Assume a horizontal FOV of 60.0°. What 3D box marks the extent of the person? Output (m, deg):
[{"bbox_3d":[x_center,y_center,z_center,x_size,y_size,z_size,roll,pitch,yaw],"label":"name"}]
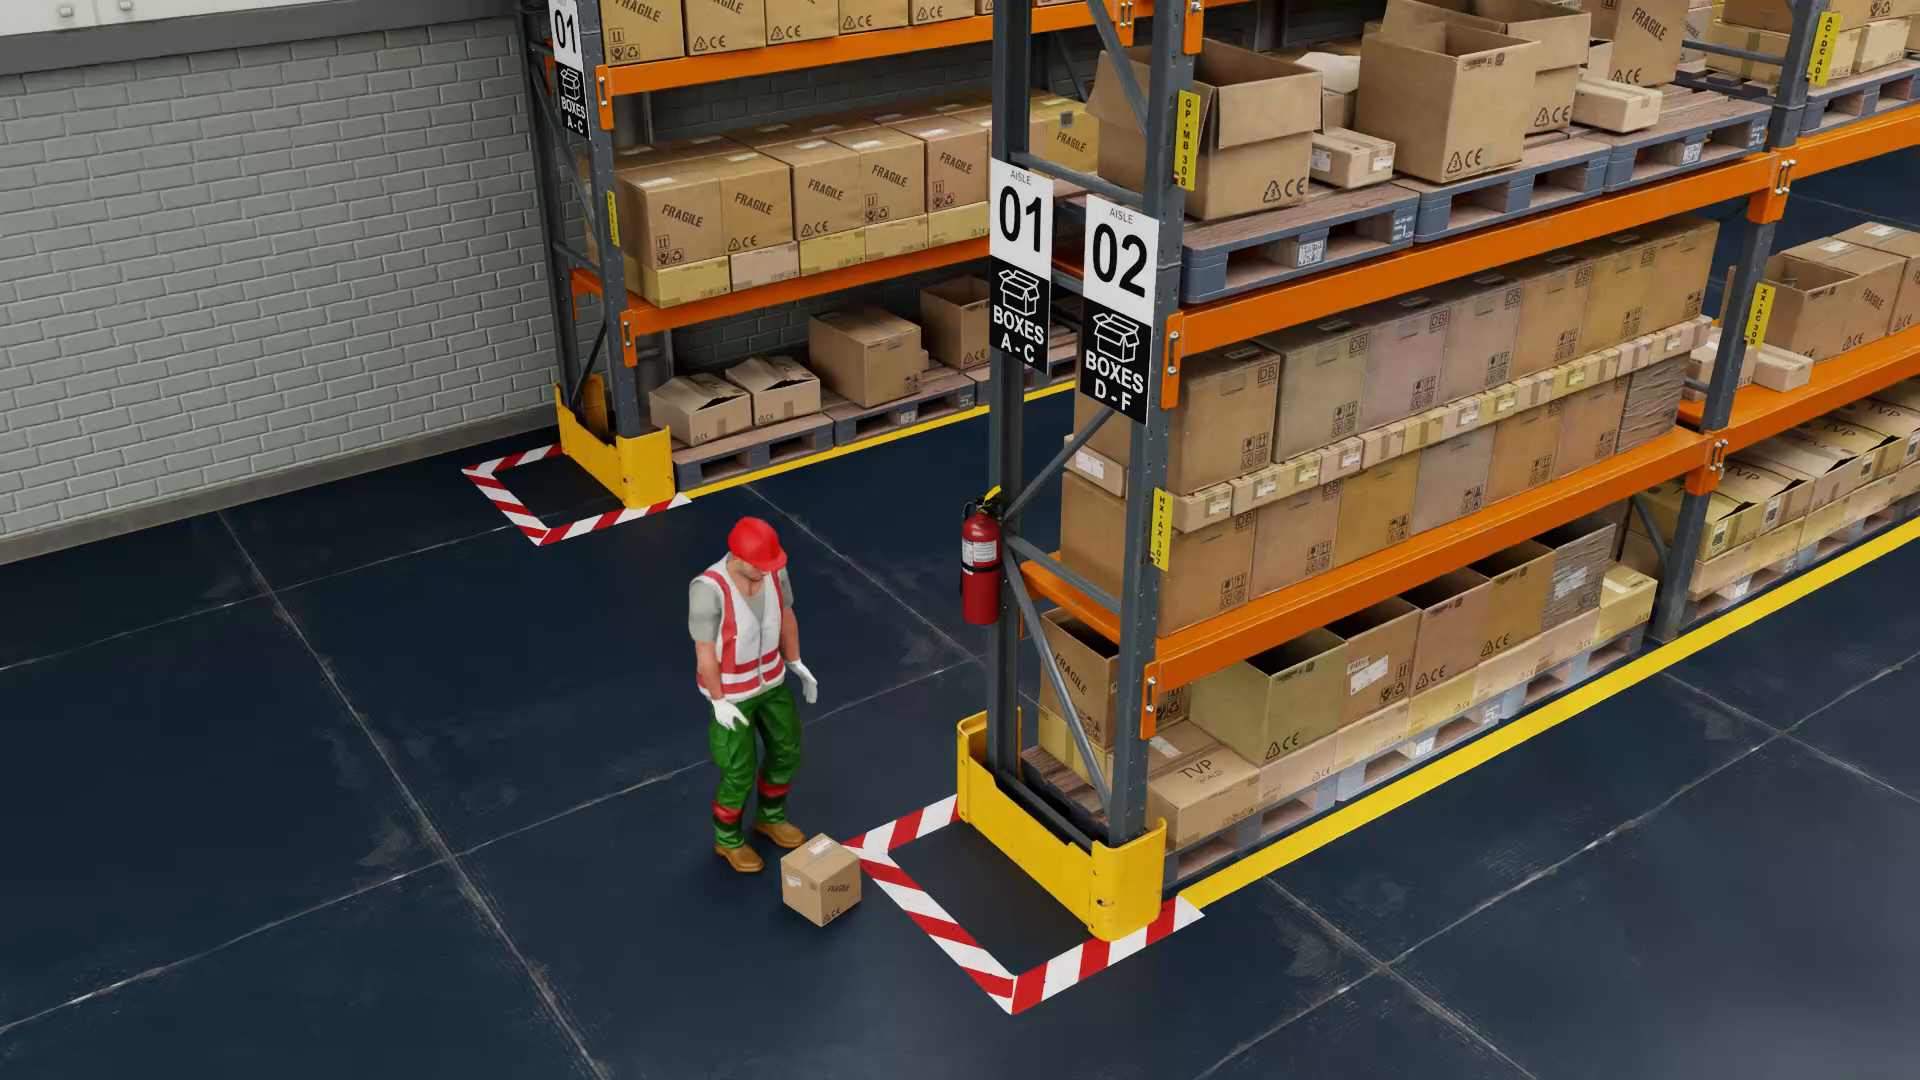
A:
[{"bbox_3d":[-0.915,0.661,7.412,0.427,1.751,0.538,25,37,38],"label":"person"}]
